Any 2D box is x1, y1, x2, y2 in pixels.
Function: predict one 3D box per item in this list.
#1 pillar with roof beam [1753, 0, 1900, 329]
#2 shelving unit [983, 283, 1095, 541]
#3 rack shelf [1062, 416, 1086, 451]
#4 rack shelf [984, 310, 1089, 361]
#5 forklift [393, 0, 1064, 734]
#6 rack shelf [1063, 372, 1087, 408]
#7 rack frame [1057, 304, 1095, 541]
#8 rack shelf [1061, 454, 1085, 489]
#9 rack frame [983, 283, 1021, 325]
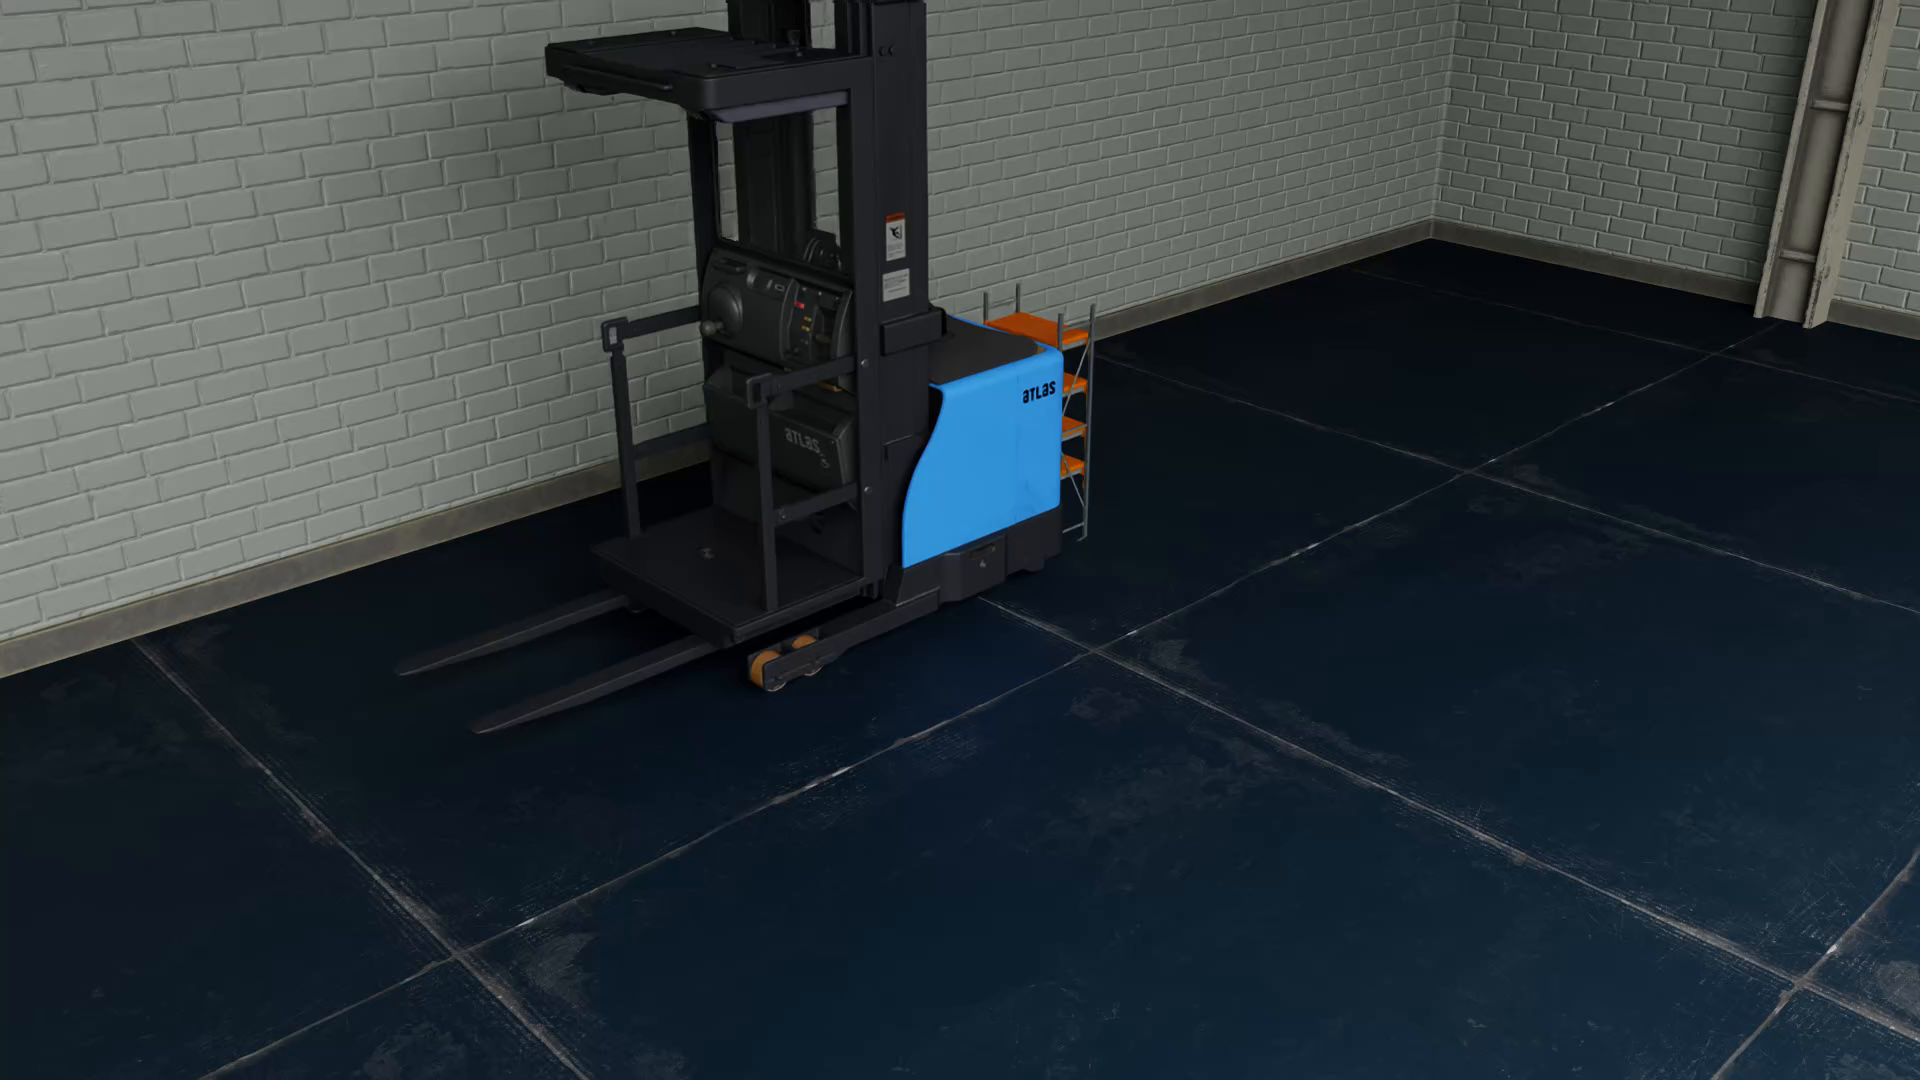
[{"bbox_3d":[2.680,-4.429,7.117,9.100,9.000,0.400,-21,32,-38],"label":"pillar with roof beam"},{"bbox_3d":[0.372,-0.599,8.116,0.258,1.200,0.503,-22,32,-39],"label":"shelving unit"},{"bbox_3d":[0.372,-0.537,8.144,0.258,0.148,0.480,-22,32,-39],"label":"rack shelf"},{"bbox_3d":[0.373,-0.956,7.954,0.258,0.148,0.480,-22,32,-39],"label":"rack shelf"},{"bbox_3d":[-0.923,-0.950,6.800,3.031,2.935,1.130,-22,32,-39],"label":"forklift"},{"bbox_3d":[0.373,-0.741,8.052,0.258,0.148,0.480,-22,32,-39],"label":"rack shelf"},{"bbox_3d":[0.541,-0.526,7.956,0.240,1.200,0.015,-22,32,-39],"label":"rack frame"},{"bbox_3d":[0.372,-0.357,8.226,0.258,0.148,0.480,-22,32,-39],"label":"rack shelf"},{"bbox_3d":[0.204,-0.672,8.277,0.240,1.200,0.015,-22,32,-39],"label":"rack frame"}]
